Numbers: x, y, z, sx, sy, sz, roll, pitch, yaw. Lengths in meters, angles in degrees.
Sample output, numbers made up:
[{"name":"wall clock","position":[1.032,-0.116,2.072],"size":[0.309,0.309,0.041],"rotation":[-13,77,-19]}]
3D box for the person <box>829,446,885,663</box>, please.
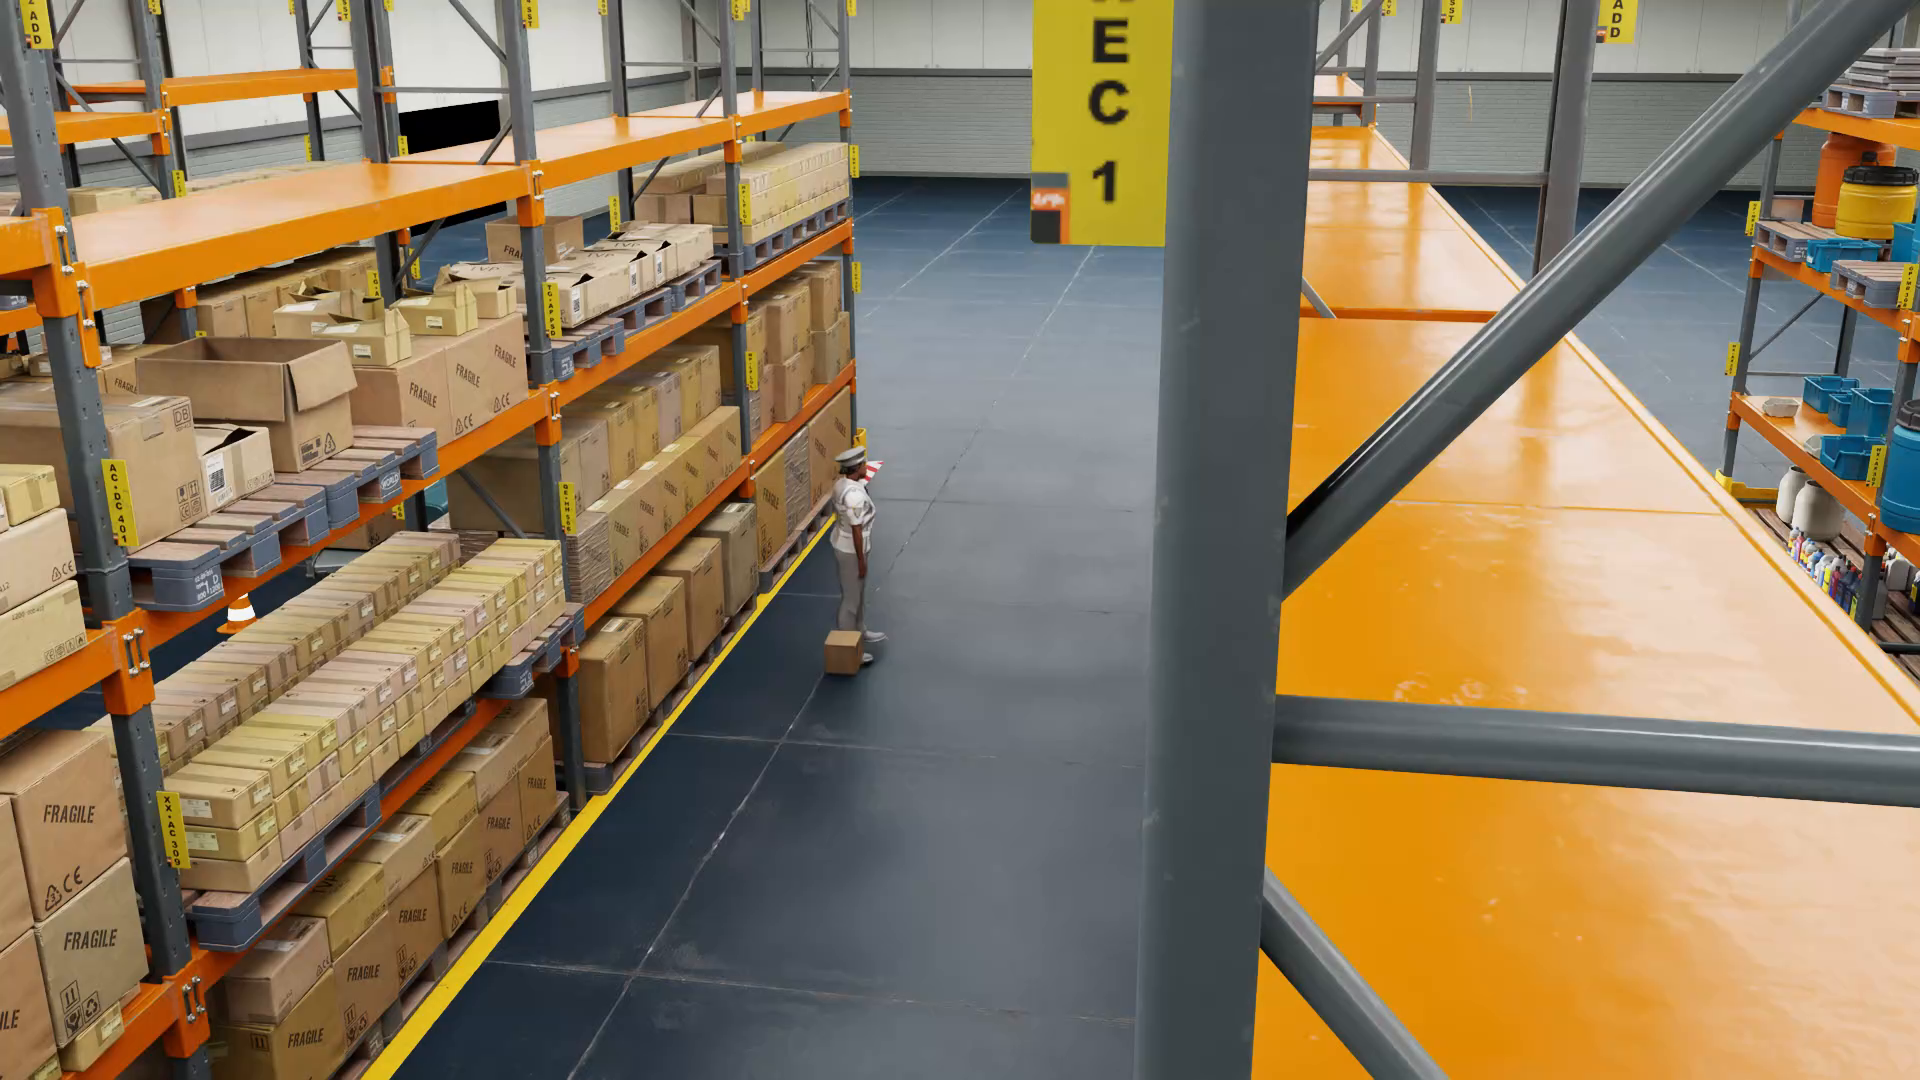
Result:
[{"name":"person","position":[-0.794,0.095,13.095],"size":[0.445,1.686,0.514],"rotation":[-5,19,-14]}]
